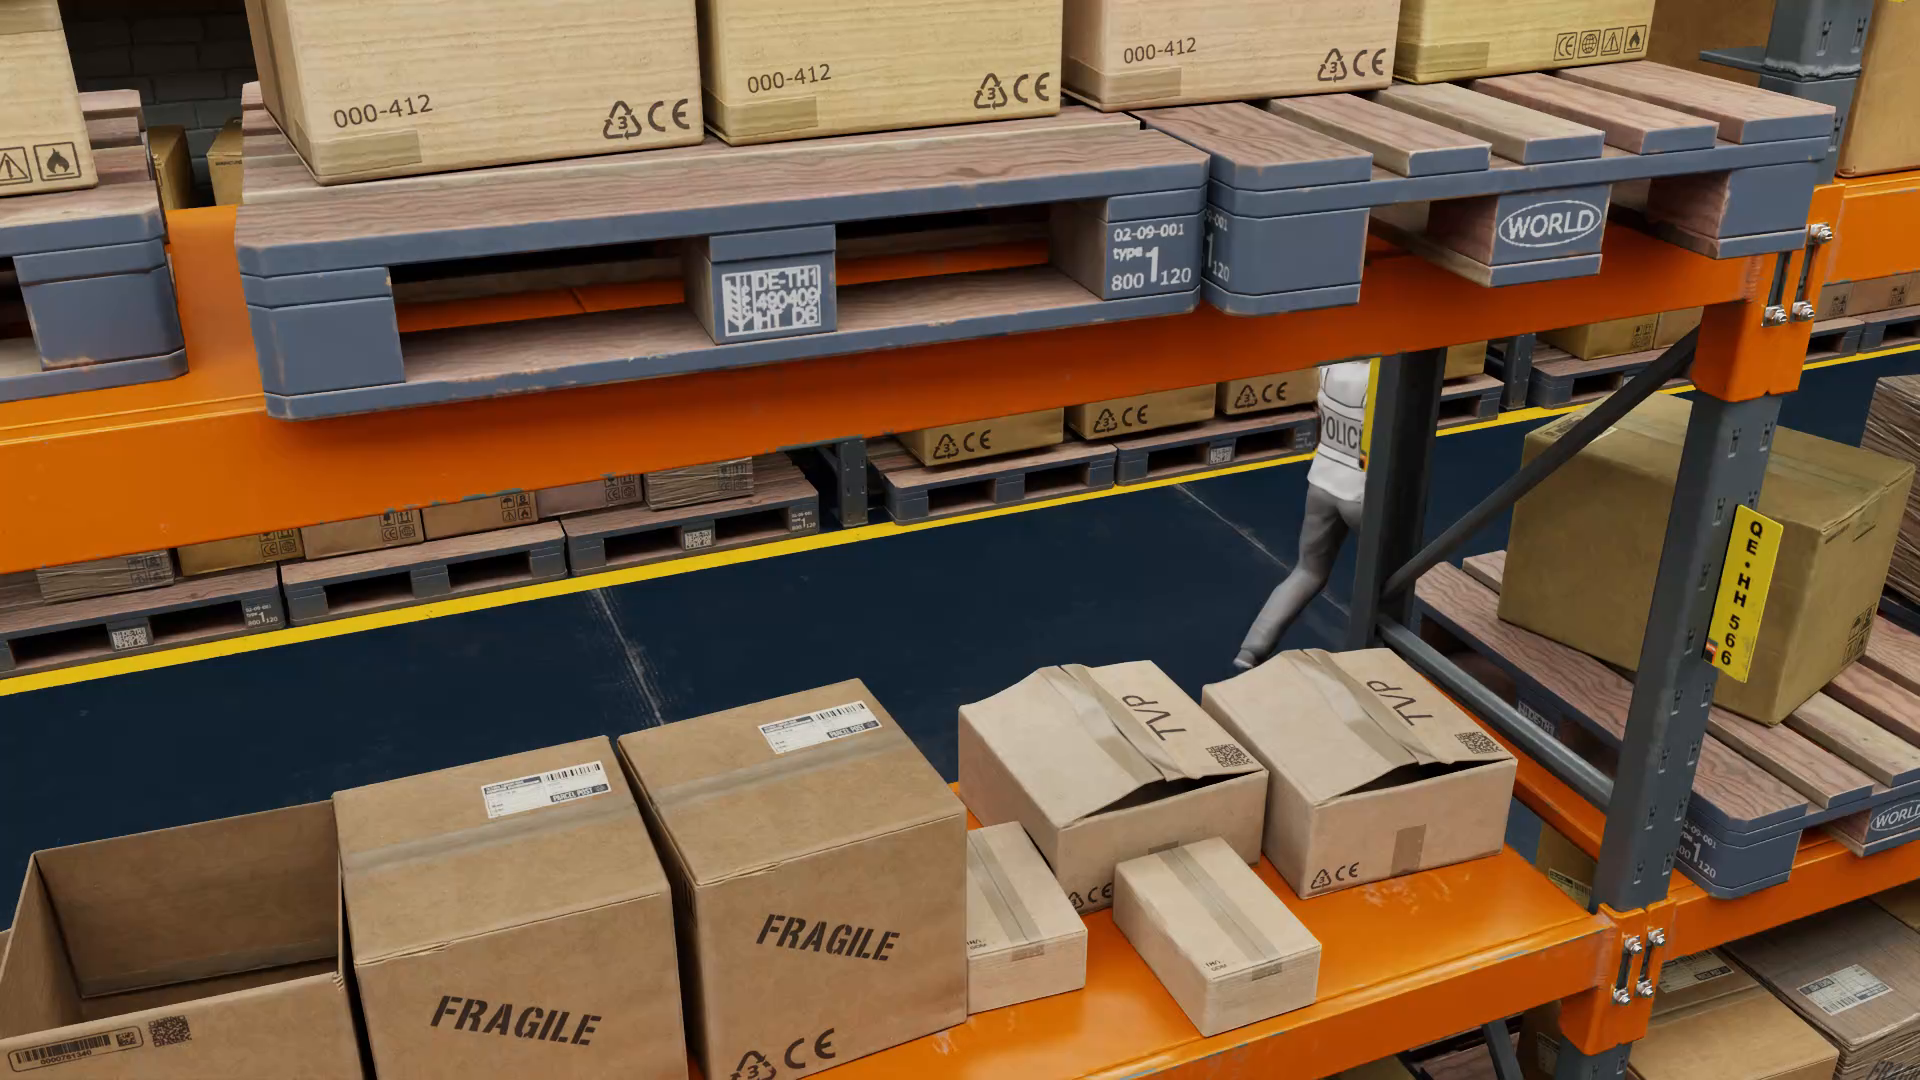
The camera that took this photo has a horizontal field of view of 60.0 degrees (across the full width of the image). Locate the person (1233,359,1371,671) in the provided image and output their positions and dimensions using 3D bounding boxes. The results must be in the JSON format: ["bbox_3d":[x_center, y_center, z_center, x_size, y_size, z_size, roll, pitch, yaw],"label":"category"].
[{"bbox_3d":[1.501,-0.186,6.457,0.956,1.649,0.463,-19,32,-33],"label":"person"}]
